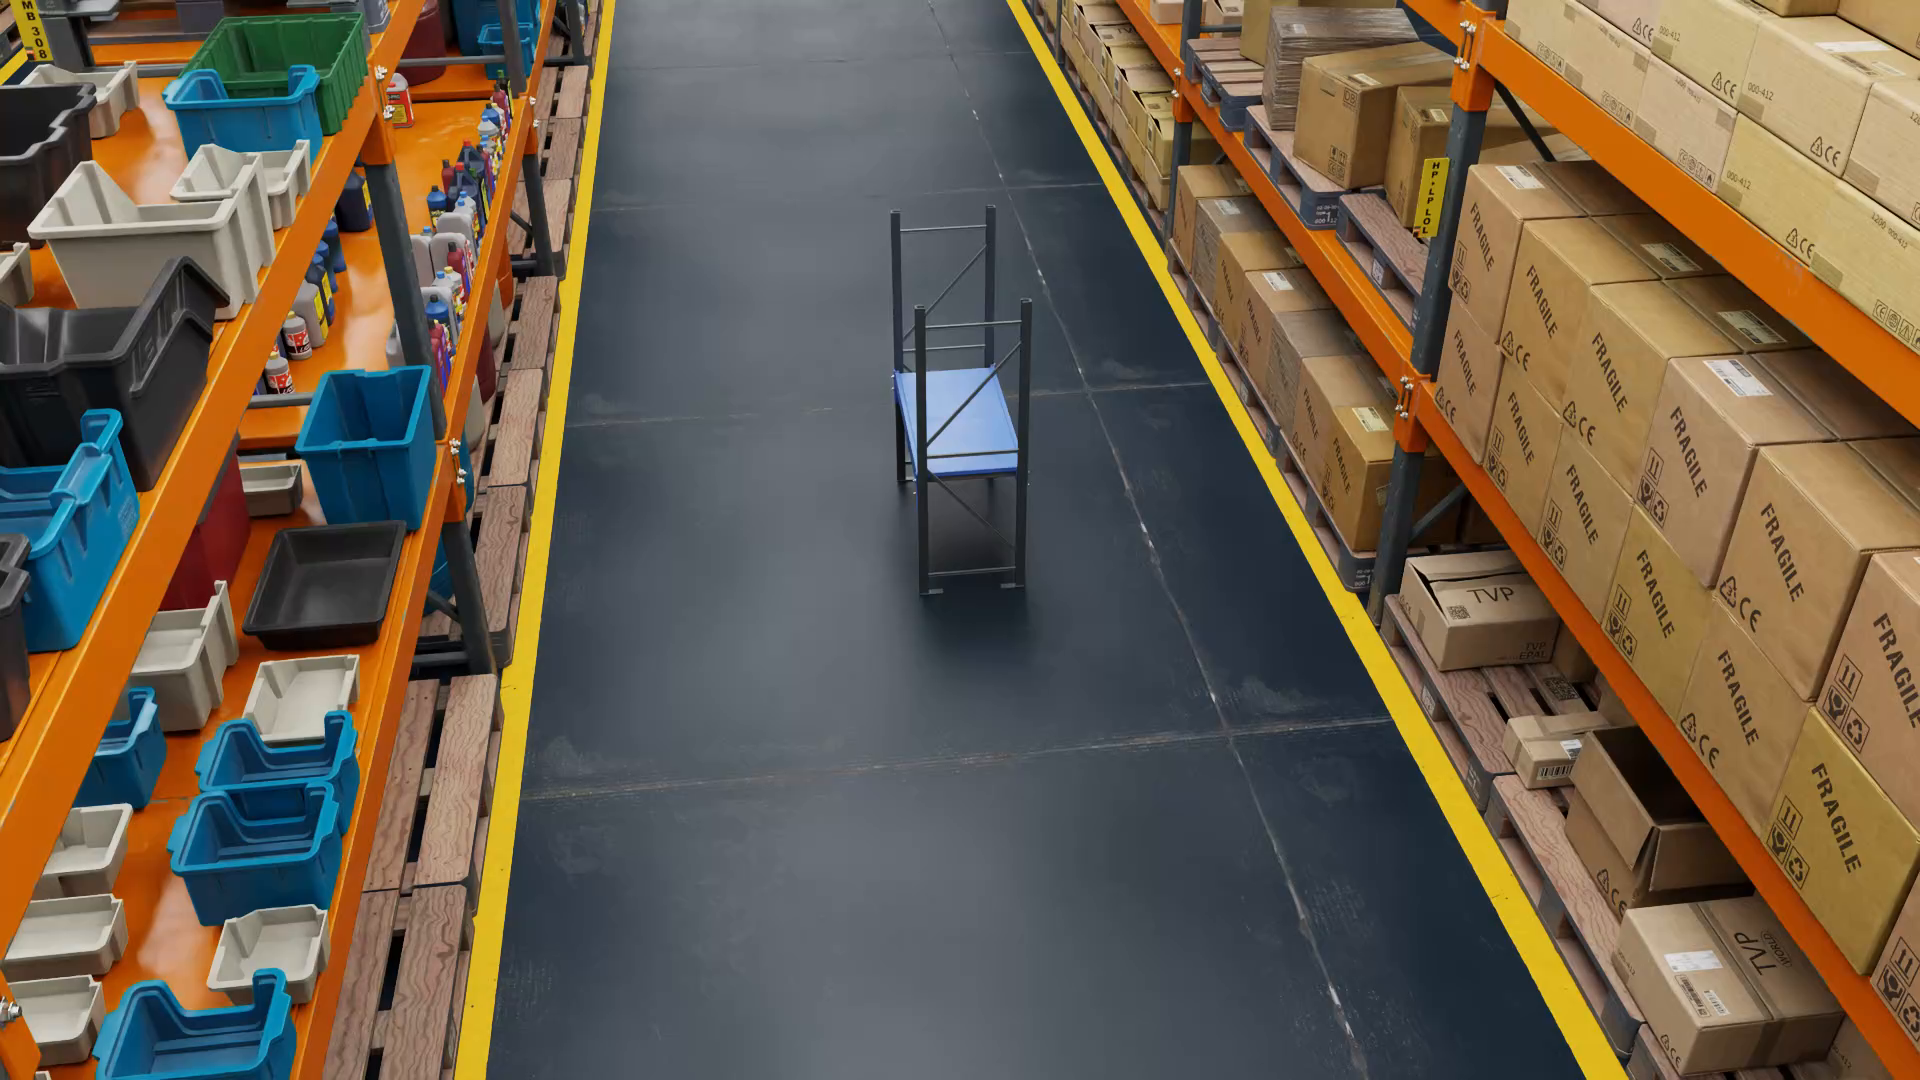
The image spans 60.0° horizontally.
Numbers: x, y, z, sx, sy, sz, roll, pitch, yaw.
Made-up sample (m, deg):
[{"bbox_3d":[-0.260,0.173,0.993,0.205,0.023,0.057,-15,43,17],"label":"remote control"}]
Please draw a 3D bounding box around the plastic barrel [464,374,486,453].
[{"bbox_3d":[-2.650,-0.701,8.451,0.421,0.512,0.421,0,34,0],"label":"plastic barrel"}]

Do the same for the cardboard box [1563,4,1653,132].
[{"bbox_3d":[2.281,-1.514,5.278,0.500,0.250,0.500,-4,35,-6],"label":"cardboard box"}]

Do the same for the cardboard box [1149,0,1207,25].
[{"bbox_3d":[1.465,-3.516,10.968,0.380,0.149,0.250,-4,35,-6],"label":"cardboard box"}]

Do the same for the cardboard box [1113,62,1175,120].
[{"bbox_3d":[1.403,-3.253,11.930,0.500,0.311,0.500,-5,35,-7],"label":"cardboard box"}]

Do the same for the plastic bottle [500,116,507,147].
[{"bbox_3d":[-2.531,-2.241,9.051,0.097,0.201,0.097,0,34,0],"label":"plastic bottle"}]

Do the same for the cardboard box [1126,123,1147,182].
[{"bbox_3d":[1.474,-2.738,11.673,0.500,0.250,0.500,-5,35,-7],"label":"cardboard box"}]

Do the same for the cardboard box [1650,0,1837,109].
[{"bbox_3d":[2.341,-1.441,4.727,0.500,0.250,0.500,-4,35,-6],"label":"cardboard box"}]

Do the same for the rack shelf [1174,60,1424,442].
[{"bbox_3d":[2.128,-1.725,8.757,1.077,0.370,4.000,-4,35,-6],"label":"rack shelf"}]

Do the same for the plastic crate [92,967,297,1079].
[{"bbox_3d":[-1.769,1.213,3.902,0.416,0.233,0.300,-4,35,-6],"label":"plastic crate"}]

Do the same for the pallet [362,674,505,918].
[{"bbox_3d":[-2.374,1.026,6.556,1.003,0.211,1.213,-4,35,-6],"label":"pallet"}]

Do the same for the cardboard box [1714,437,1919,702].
[{"bbox_3d":[2.460,0.073,4.503,0.500,0.500,0.500,-3,34,-5],"label":"cardboard box"}]

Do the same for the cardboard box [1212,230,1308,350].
[{"bbox_3d":[1.776,-1.440,9.528,0.500,0.500,0.500,-5,35,-7],"label":"cardboard box"}]

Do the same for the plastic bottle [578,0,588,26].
[{"bbox_3d":[-3.285,-4.567,14.249,0.144,0.351,0.185,-3,34,-5],"label":"plastic bottle"}]

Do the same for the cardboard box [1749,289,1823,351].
[{"bbox_3d":[2.861,-0.531,5.389,0.500,0.500,0.500,-4,34,-6],"label":"cardboard box"}]

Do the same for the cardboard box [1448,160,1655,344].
[{"bbox_3d":[2.182,-1.077,6.189,0.500,0.500,0.500,-4,34,-5],"label":"cardboard box"}]

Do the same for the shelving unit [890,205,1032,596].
[{"bbox_3d":[-0.011,-0.667,7.897,0.538,1.500,1.048,-4,35,-6],"label":"shelving unit"}]

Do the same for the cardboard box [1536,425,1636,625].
[{"bbox_3d":[2.333,-0.078,5.612,0.500,0.500,0.500,-5,35,-7],"label":"cardboard box"}]

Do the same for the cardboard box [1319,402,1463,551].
[{"bbox_3d":[2.047,-0.309,7.869,0.500,0.500,0.500,-5,35,-7],"label":"cardboard box"}]

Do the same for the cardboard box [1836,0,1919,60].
[{"bbox_3d":[2.719,-1.496,4.141,0.700,0.500,0.500,-4,35,-6],"label":"cardboard box"}]

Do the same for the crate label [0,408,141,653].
[{"bbox_3d":[-1.778,-0.019,3.082,0.408,0.251,0.502,-4,35,-6],"label":"crate label"}]

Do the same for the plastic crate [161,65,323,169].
[{"bbox_3d":[-2.073,-1.220,4.861,0.416,0.233,0.300,-4,35,-6],"label":"plastic crate"}]

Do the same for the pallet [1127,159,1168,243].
[{"bbox_3d":[1.787,-2.448,11.655,1.003,0.211,1.213,-4,35,-6],"label":"pallet"}]

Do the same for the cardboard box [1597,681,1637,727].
[{"bbox_3d":[2.856,0.738,6.500,0.500,0.311,0.500,-4,35,-6],"label":"cardboard box"}]

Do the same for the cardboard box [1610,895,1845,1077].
[{"bbox_3d":[2.520,1.463,5.490,0.500,0.250,0.500,-4,35,-6],"label":"cardboard box"}]

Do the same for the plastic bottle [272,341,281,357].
[{"bbox_3d":[-2.885,-0.788,6.920,0.097,0.201,0.097,0,34,0],"label":"plastic bottle"}]

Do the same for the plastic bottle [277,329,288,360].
[{"bbox_3d":[-2.934,-0.881,6.990,0.152,0.276,0.135,-4,35,-6],"label":"plastic bottle"}]

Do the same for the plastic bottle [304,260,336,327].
[{"bbox_3d":[-2.841,-1.115,7.266,0.144,0.351,0.185,-4,35,-6],"label":"plastic bottle"}]

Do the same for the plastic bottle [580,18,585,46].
[{"bbox_3d":[-3.196,-4.263,13.874,0.097,0.271,0.097,0,34,0],"label":"plastic bottle"}]

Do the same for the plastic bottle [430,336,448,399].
[{"bbox_3d":[-2.138,-0.722,6.749,0.061,0.283,0.133,-4,35,-6],"label":"plastic bottle"}]

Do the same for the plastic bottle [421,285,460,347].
[{"bbox_3d":[-2.246,-0.973,7.125,0.152,0.276,0.135,-4,35,-6],"label":"plastic bottle"}]

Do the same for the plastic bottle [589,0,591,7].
[{"bbox_3d":[-3.367,-4.909,14.751,0.144,0.351,0.185,-5,35,-7],"label":"plastic bottle"}]

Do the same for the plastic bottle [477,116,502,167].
[{"bbox_3d":[-2.492,-2.107,8.792,0.097,0.271,0.097,0,34,0],"label":"plastic bottle"}]

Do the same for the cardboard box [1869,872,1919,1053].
[{"bbox_3d":[2.605,1.055,3.949,0.500,0.500,0.500,-3,34,-5],"label":"cardboard box"}]

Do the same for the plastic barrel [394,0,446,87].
[{"bbox_3d":[-3.412,-3.058,9.952,0.600,0.536,0.708,-4,35,-6],"label":"plastic barrel"}]

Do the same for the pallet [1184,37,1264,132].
[{"bbox_3d":[2.020,-2.686,9.698,1.213,0.211,1.003,-4,35,-6],"label":"pallet"}]

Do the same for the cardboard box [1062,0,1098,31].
[{"bbox_3d":[1.130,-4.390,13.599,0.500,0.311,0.500,-4,35,-6],"label":"cardboard box"}]

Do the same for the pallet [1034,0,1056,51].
[{"bbox_3d":[1.256,-4.665,14.908,1.003,0.211,1.213,-4,35,-6],"label":"pallet"}]

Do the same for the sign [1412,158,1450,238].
[{"bbox_3d":[1.848,-1.341,6.526,0.100,0.325,0.005,-4,35,-6],"label":"sign"}]

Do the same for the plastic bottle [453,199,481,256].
[{"bbox_3d":[-2.341,-1.480,7.873,0.097,0.271,0.097,0,34,0],"label":"plastic bottle"}]

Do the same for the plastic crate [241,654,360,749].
[{"bbox_3d":[-1.980,0.500,5.034,0.293,0.136,0.466,-4,35,-6],"label":"plastic crate"}]

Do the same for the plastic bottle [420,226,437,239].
[{"bbox_3d":[-2.473,-1.365,7.765,0.097,0.201,0.097,0,34,0],"label":"plastic bottle"}]

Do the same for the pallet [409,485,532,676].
[{"bbox_3d":[-2.574,0.185,7.791,1.003,0.211,1.213,-4,35,-6],"label":"pallet"}]

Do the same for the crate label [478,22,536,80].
[{"bbox_3d":[-2.735,-2.960,10.078,0.303,0.233,0.416,-4,35,-6],"label":"crate label"}]

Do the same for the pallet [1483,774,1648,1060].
[{"bbox_3d":[2.656,1.312,6.138,1.003,0.211,1.213,-4,35,-6],"label":"pallet"}]

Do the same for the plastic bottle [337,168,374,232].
[{"bbox_3d":[-2.975,-1.702,8.128,0.144,0.351,0.185,-4,35,-6],"label":"plastic bottle"}]

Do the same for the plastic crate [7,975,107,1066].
[{"bbox_3d":[-2.287,1.179,4.037,0.396,0.136,0.243,-4,35,-6],"label":"plastic crate"}]

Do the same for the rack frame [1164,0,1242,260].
[{"bbox_3d":[1.859,-3.138,10.192,1.000,3.000,0.127,-4,35,-6],"label":"rack frame"}]

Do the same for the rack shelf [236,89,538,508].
[{"bbox_3d":[-2.781,-1.352,8.209,1.077,0.370,4.000,-4,35,-6],"label":"rack shelf"}]

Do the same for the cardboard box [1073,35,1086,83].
[{"bbox_3d":[1.198,-3.879,13.347,0.500,0.250,0.500,-4,34,-5],"label":"cardboard box"}]

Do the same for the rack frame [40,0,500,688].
[{"bbox_3d":[-2.512,-0.533,6.369,1.000,3.000,0.127,-4,35,-6],"label":"rack frame"}]

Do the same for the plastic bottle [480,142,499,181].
[{"bbox_3d":[-2.465,-1.969,8.653,0.097,0.201,0.097,0,34,0],"label":"plastic bottle"}]

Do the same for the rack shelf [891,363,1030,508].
[{"bbox_3d":[-0.011,-0.519,7.999,0.538,0.185,1.000,-4,35,-6],"label":"rack shelf"}]

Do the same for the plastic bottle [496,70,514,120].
[{"bbox_3d":[-2.572,-2.524,9.393,0.061,0.283,0.133,-4,35,-6],"label":"plastic bottle"}]

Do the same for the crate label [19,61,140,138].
[{"bbox_3d":[-2.732,-1.369,5.166,0.293,0.136,0.466,-4,35,-6],"label":"crate label"}]

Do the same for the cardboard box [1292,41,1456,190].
[{"bbox_3d":[2.099,-2.102,8.210,0.700,0.500,0.500,-13,36,-18],"label":"cardboard box"}]

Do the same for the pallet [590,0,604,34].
[{"bbox_3d":[-3.804,-4.905,15.261,1.003,0.211,1.213,-4,35,-6],"label":"pallet"}]
